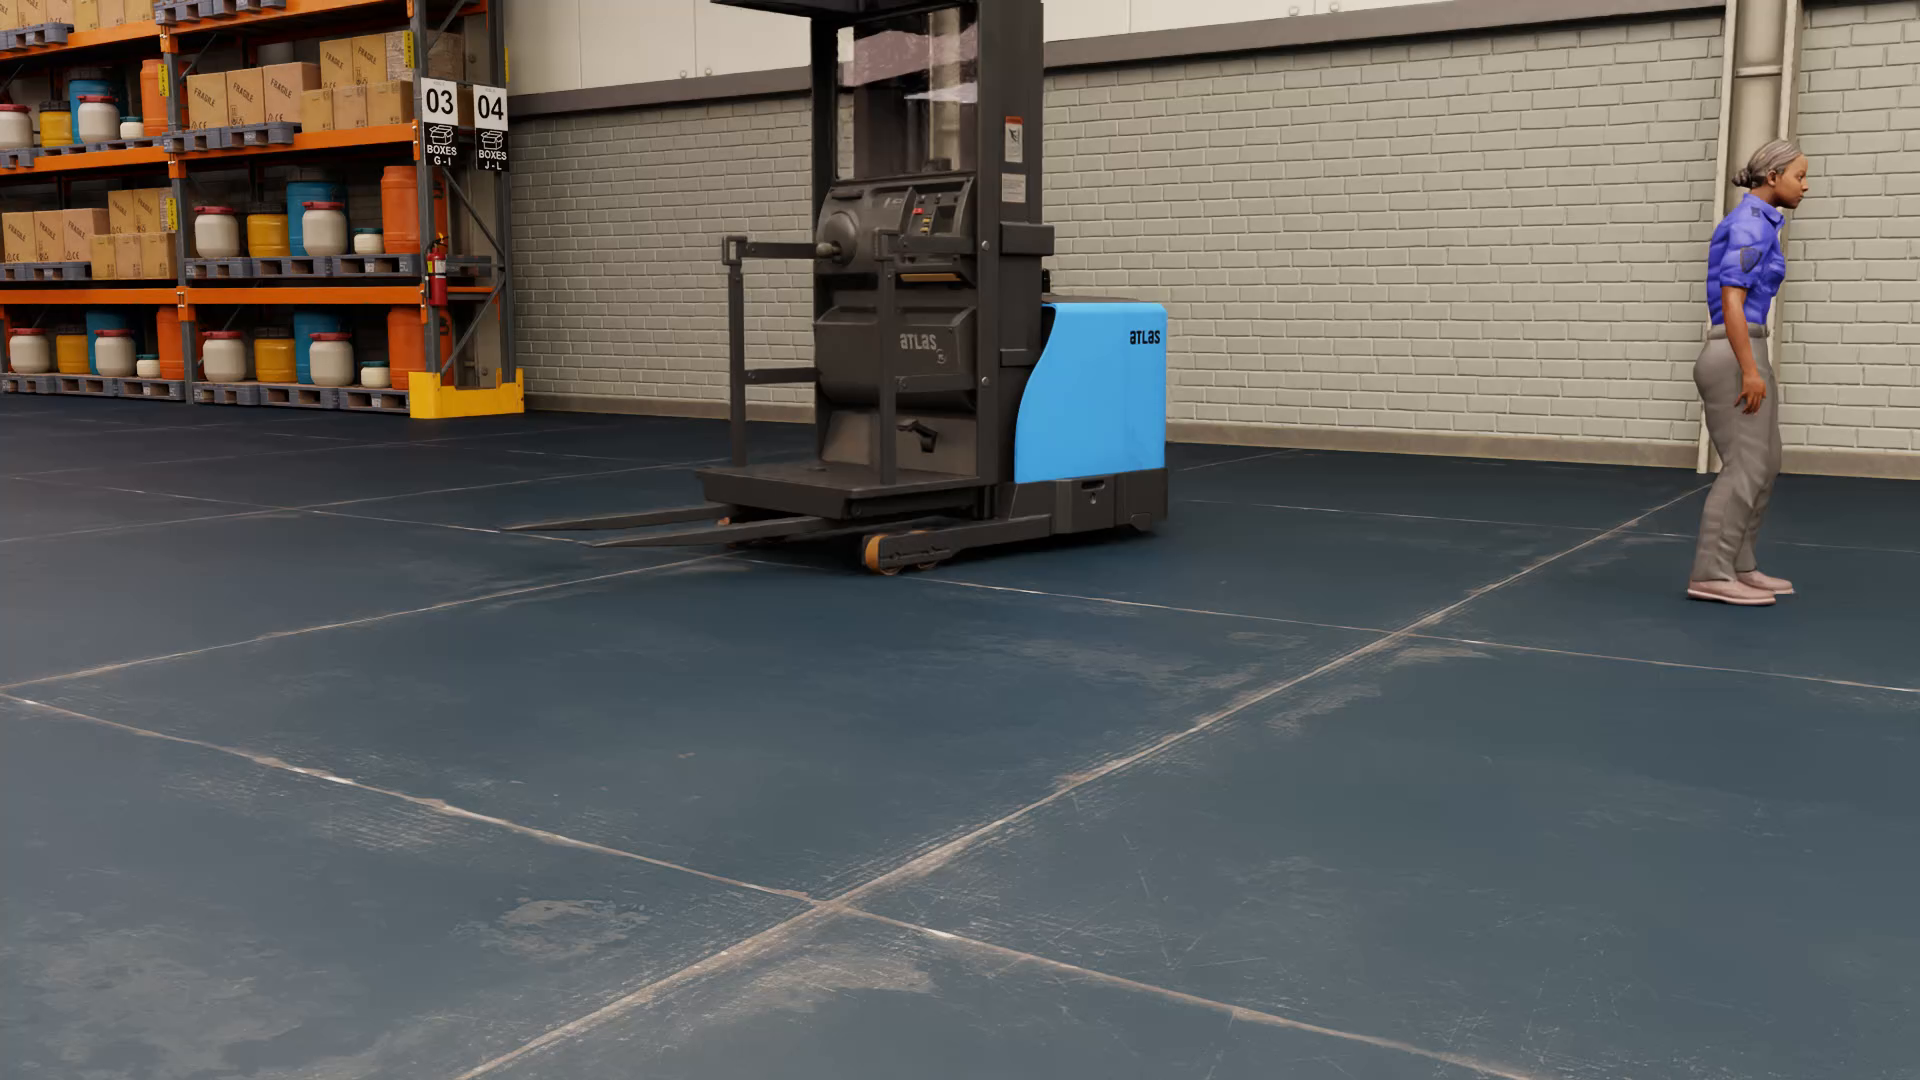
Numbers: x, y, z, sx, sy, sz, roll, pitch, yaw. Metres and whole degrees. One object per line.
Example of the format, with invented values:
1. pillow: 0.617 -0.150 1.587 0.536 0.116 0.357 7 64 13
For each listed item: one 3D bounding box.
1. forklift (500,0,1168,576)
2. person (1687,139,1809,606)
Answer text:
1. forklift: -0.438 -1.391 6.977 3.031 2.935 1.130 -8 11 -43
2. person: 2.869 -0.606 6.036 0.375 1.662 0.503 4 9 28
